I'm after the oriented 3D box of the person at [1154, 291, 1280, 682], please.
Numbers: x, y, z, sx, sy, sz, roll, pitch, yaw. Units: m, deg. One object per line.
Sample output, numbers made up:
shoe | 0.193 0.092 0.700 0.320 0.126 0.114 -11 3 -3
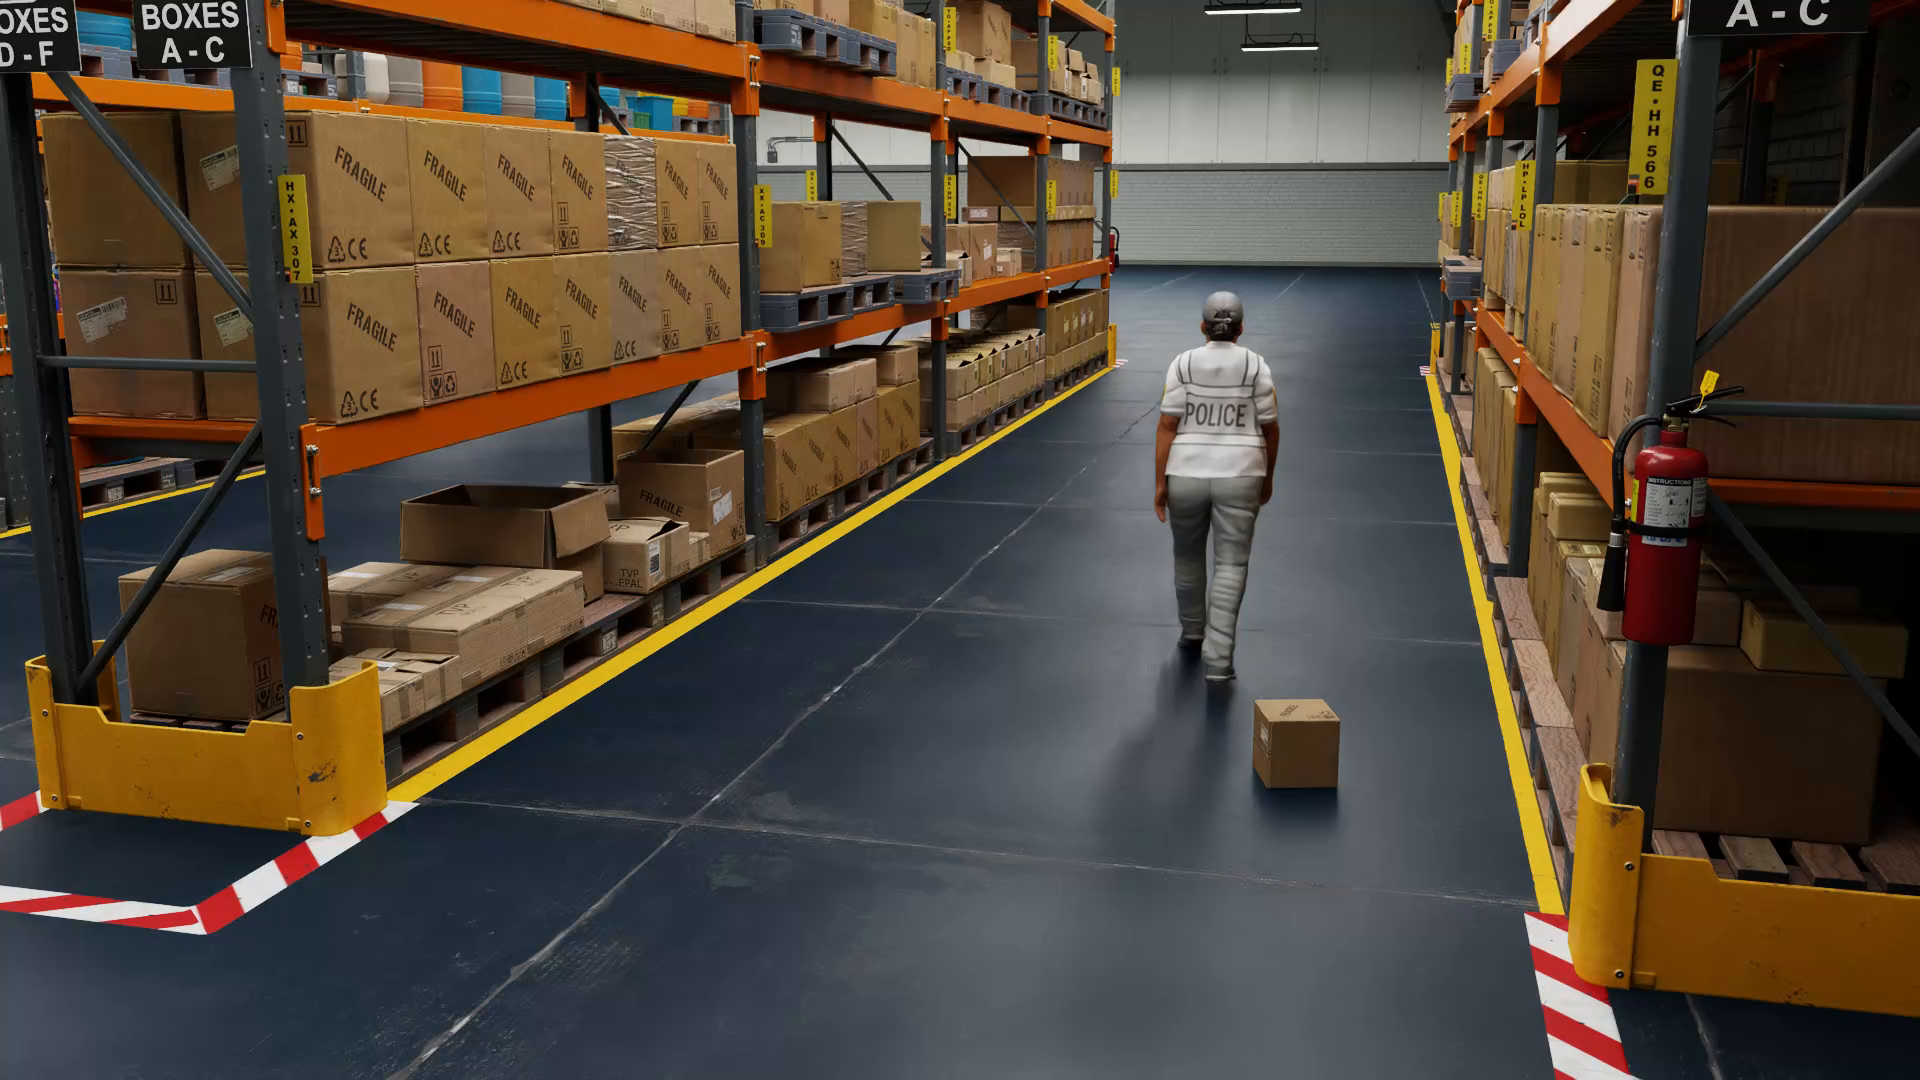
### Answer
person | 1.110 -0.246 7.164 0.501 1.635 0.967 4 12 17
